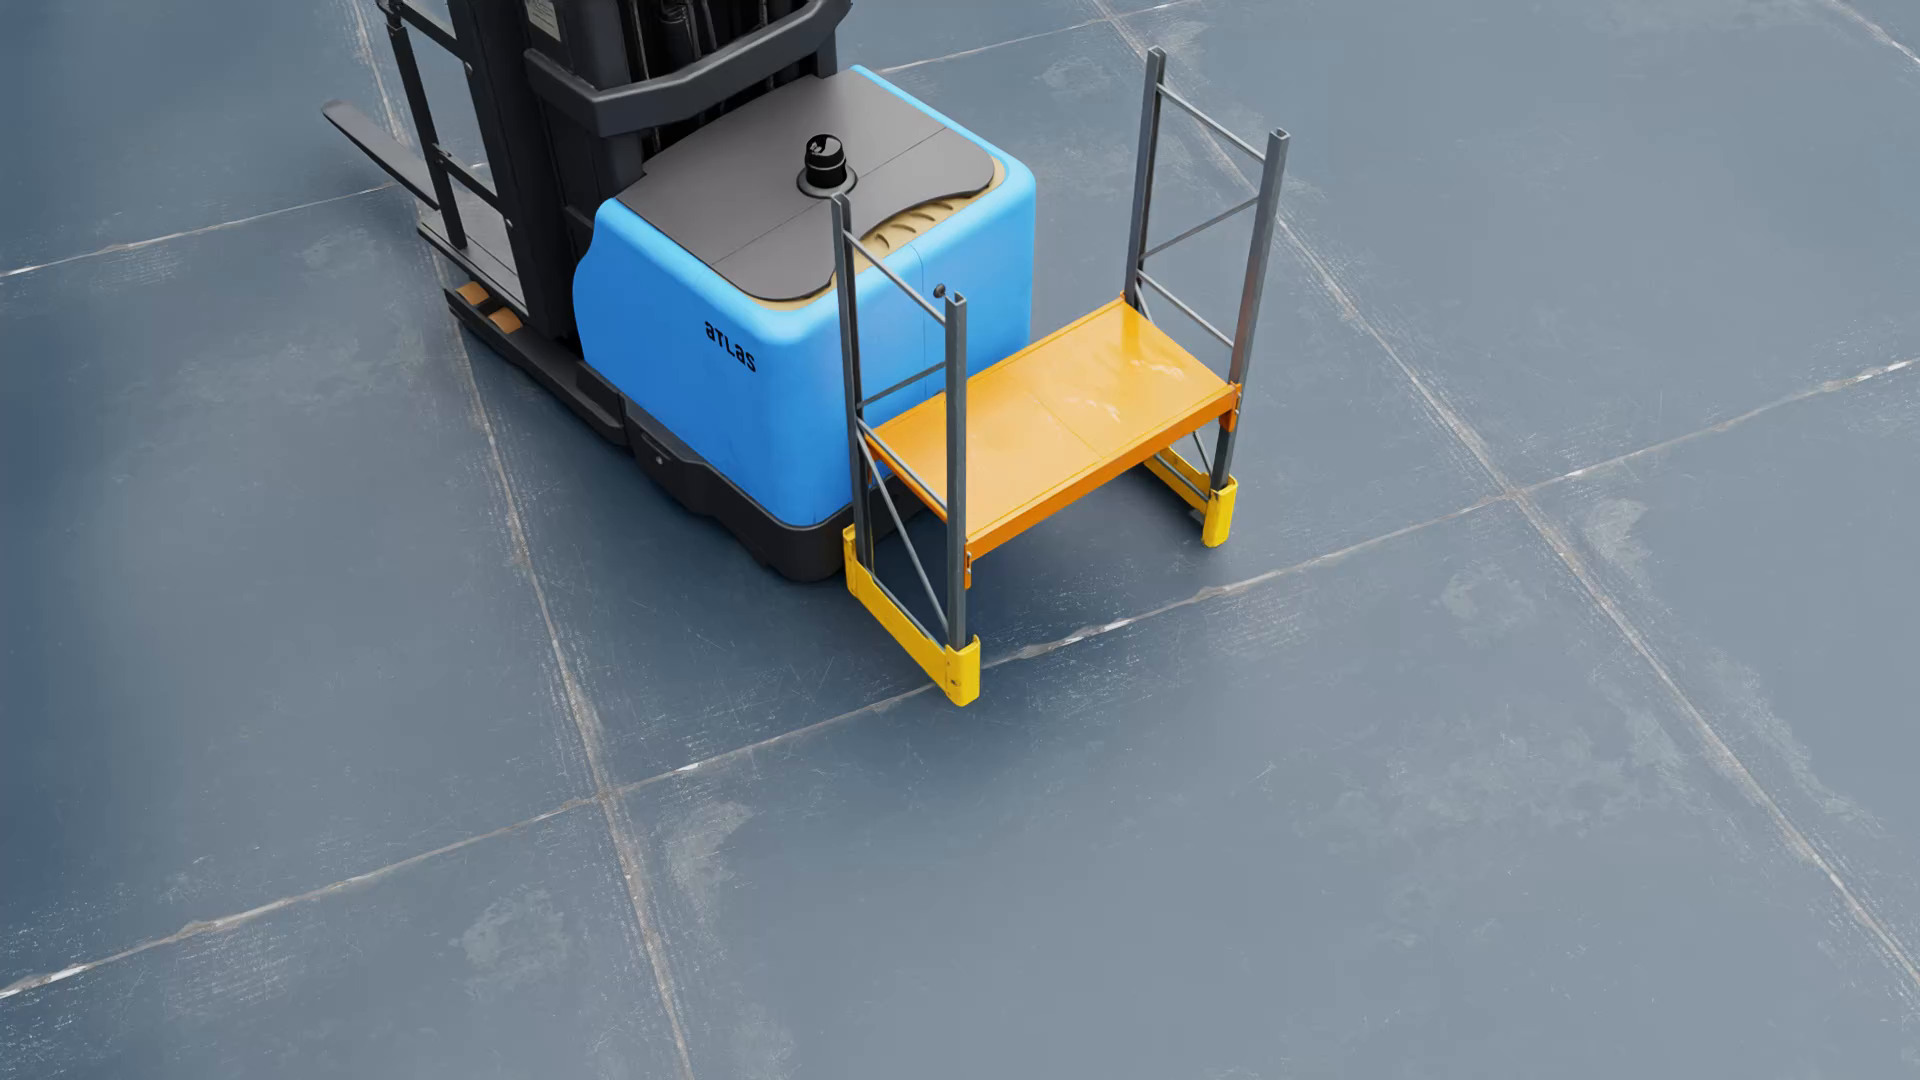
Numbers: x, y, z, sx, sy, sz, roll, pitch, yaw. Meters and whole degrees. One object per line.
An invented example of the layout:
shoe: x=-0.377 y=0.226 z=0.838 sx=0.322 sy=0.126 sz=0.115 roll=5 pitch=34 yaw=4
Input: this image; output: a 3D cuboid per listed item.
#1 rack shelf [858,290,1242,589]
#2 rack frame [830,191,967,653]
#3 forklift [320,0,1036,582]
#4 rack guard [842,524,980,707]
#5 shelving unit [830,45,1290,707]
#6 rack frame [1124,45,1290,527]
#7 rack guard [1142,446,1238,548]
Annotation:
rack shelf: x=0.256 y=-0.311 z=4.765 sx=1.000 sy=0.185 sz=0.538 roll=-30 pitch=56 yaw=-23
rack frame: x=-0.148 y=-0.193 z=4.427 sx=0.032 sy=1.500 sz=0.500 roll=-30 pitch=56 yaw=-23
forklift: x=-1.159 y=-1.843 z=4.901 sx=1.130 sy=2.935 sz=3.031 roll=-37 pitch=59 yaw=-27
rack guard: x=-0.147 y=0.213 z=4.902 sx=0.087 sy=0.250 sz=0.587 roll=-30 pitch=56 yaw=-23
shelving unit: x=0.248 y=-0.424 z=4.625 sx=1.083 sy=1.500 sz=0.587 roll=-30 pitch=56 yaw=-23
rack frame: x=0.659 y=-0.662 z=4.830 sx=0.032 sy=1.500 sz=0.500 roll=-30 pitch=56 yaw=-23
rack guard: x=0.643 y=-0.246 z=5.297 sx=0.087 sy=0.250 sz=0.587 roll=-30 pitch=56 yaw=-23
